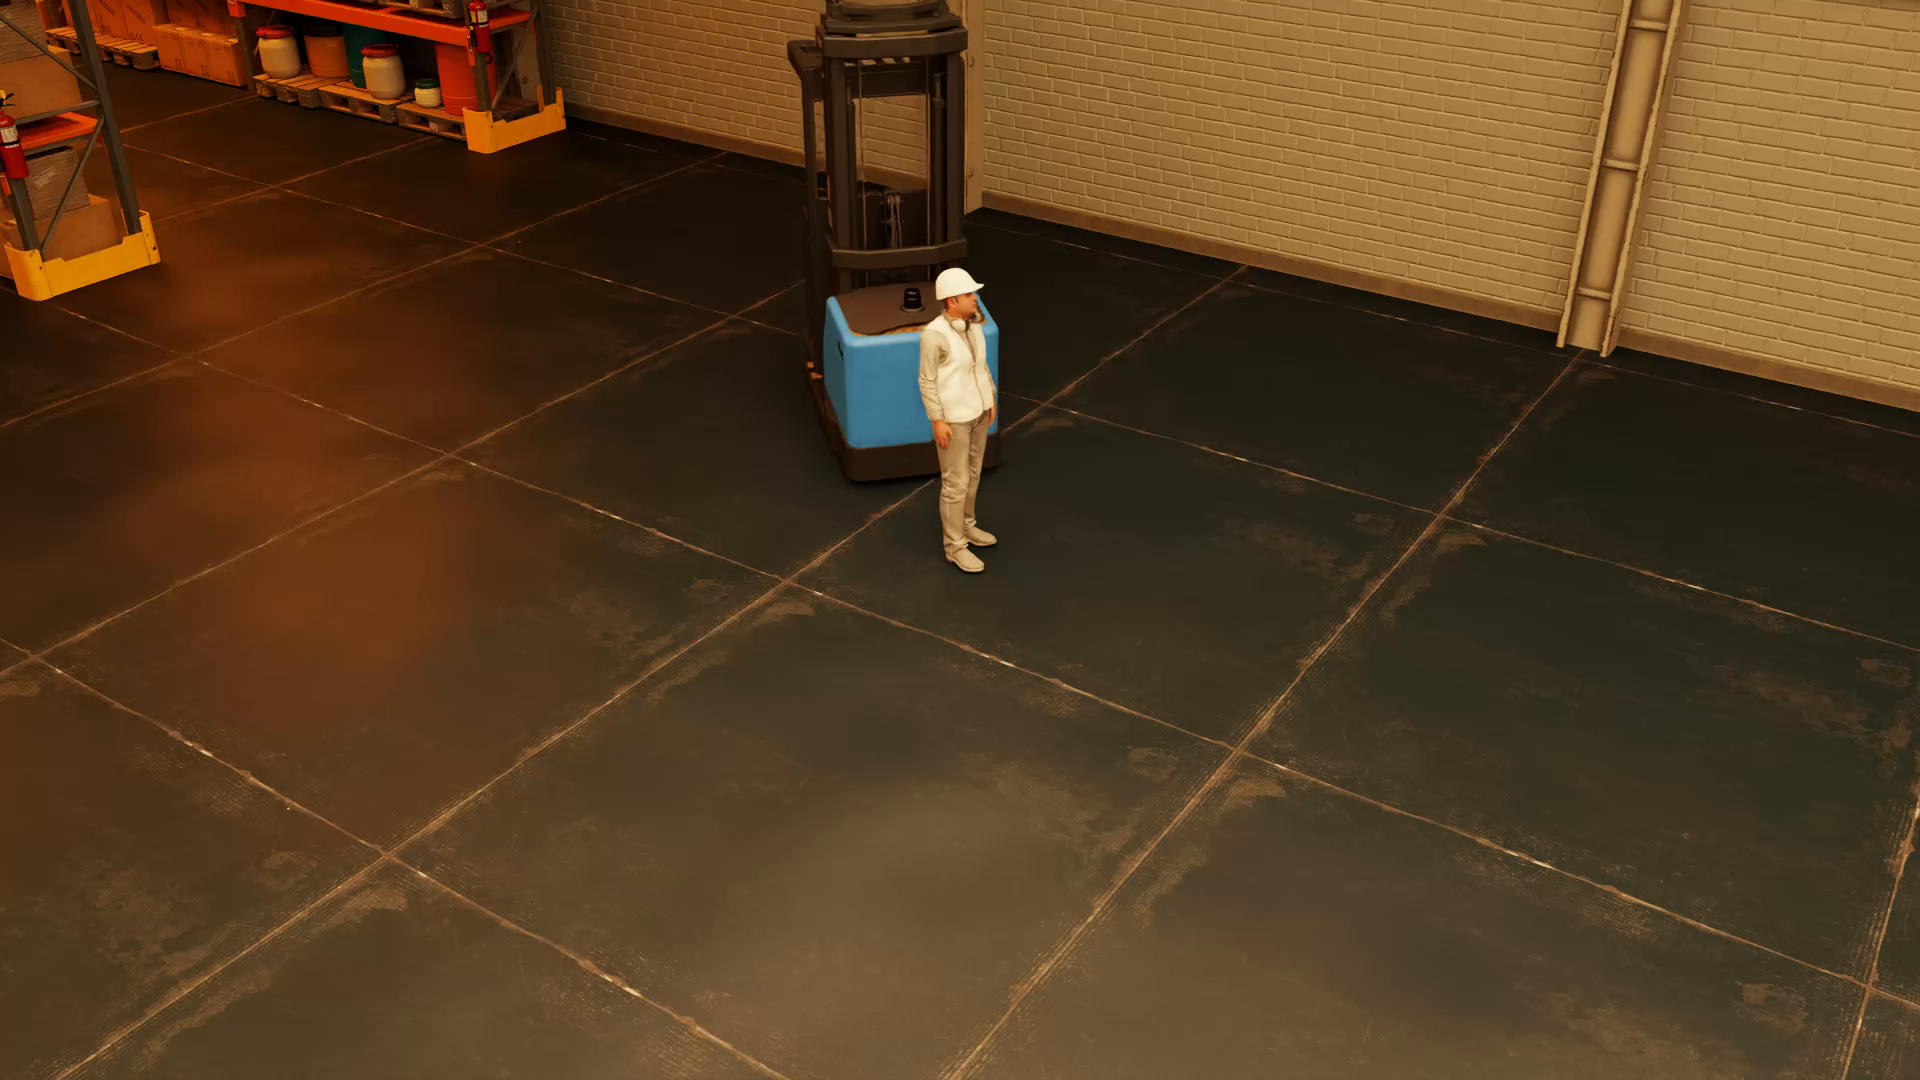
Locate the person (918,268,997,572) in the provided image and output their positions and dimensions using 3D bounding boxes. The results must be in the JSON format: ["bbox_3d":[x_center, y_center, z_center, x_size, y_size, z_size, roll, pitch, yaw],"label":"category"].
[{"bbox_3d":[0.057,-0.753,10.022,0.563,1.773,0.647,19,35,29],"label":"person"}]

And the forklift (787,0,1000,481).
[{"bbox_3d":[-0.565,-2.383,11.685,1.130,2.935,3.031,-7,31,-11],"label":"forklift"}]
